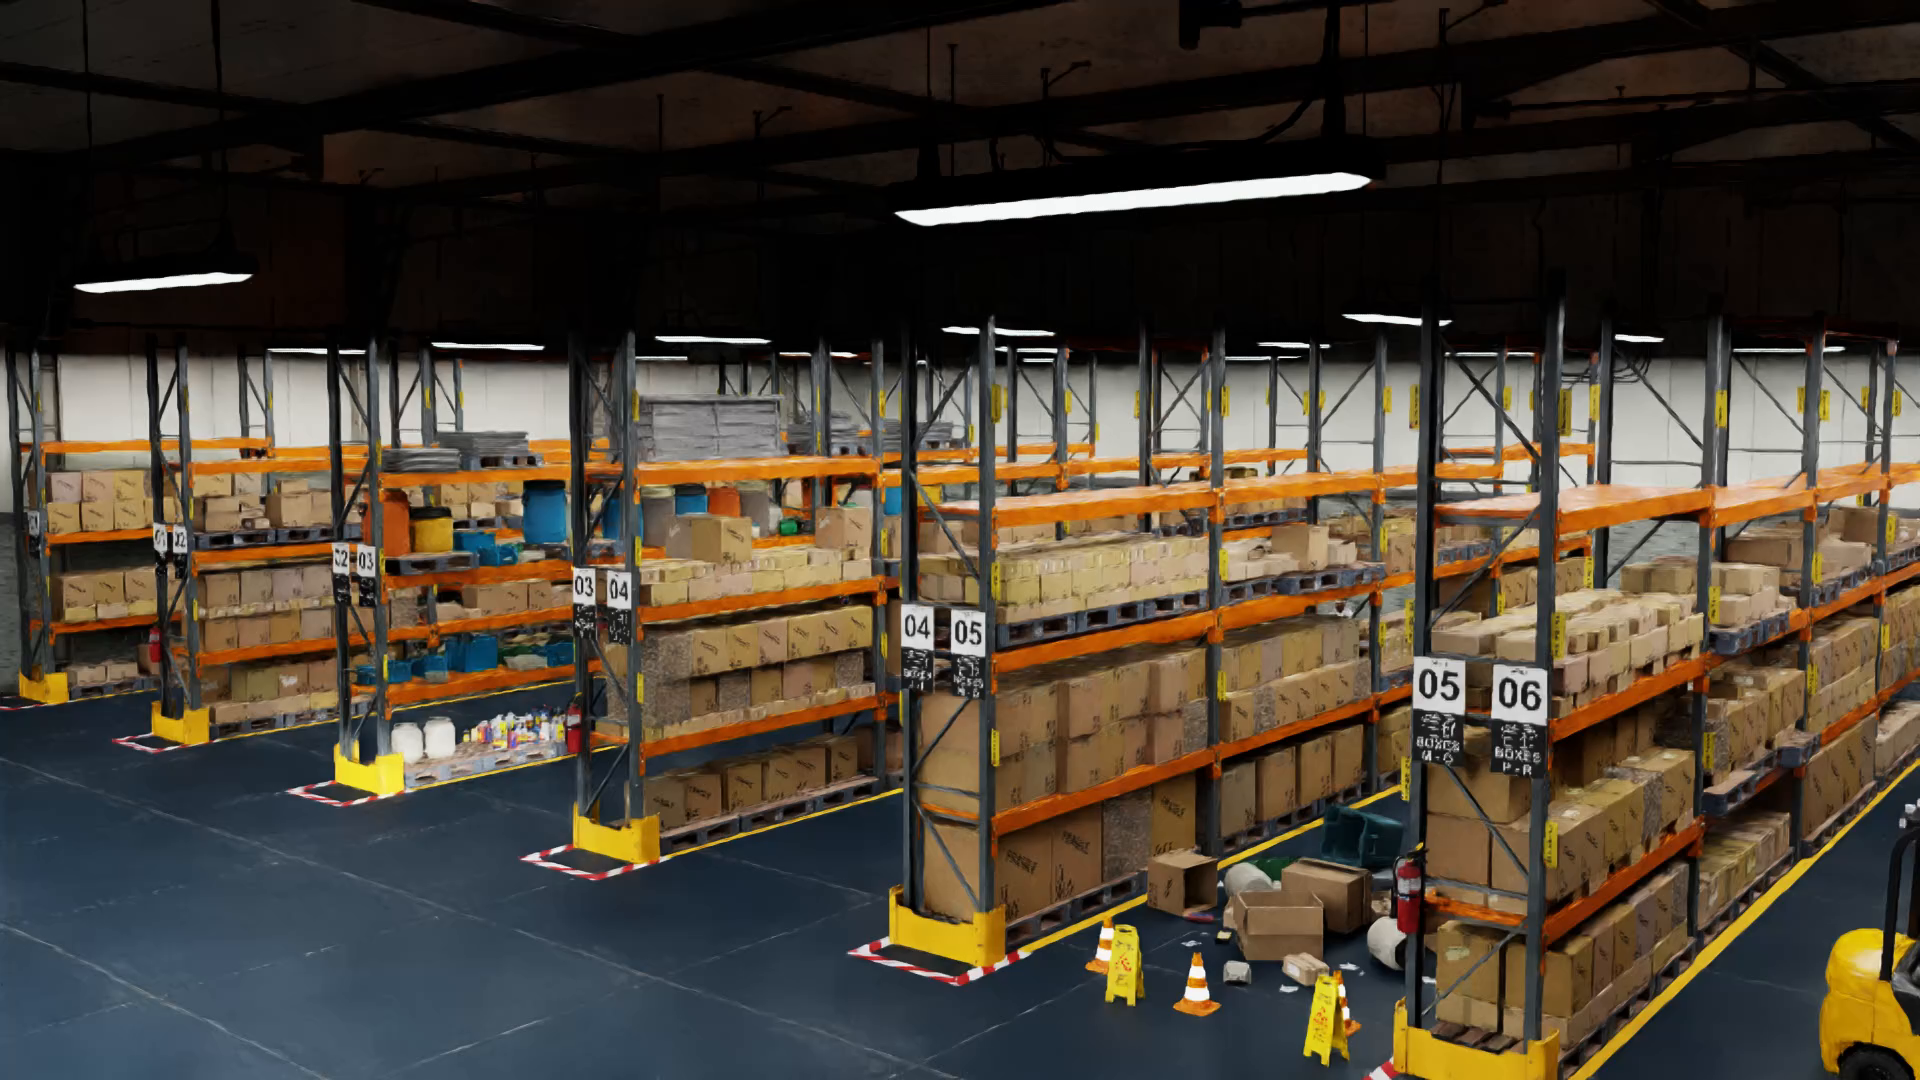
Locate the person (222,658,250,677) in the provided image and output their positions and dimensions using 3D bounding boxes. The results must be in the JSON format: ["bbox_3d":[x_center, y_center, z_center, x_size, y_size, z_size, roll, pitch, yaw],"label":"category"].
[{"bbox_3d":[-11.817,1.870,27.146,0.589,1.716,1.043,4,7,38],"label":"person"}]

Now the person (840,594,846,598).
[{"bbox_3d":[-2.287,1.304,33.944,0.458,1.610,1.018,4,6,38],"label":"person"}]

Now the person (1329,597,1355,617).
[{"bbox_3d":[6.665,1.754,29.018,0.592,1.625,0.532,4,6,37],"label":"person"}]
